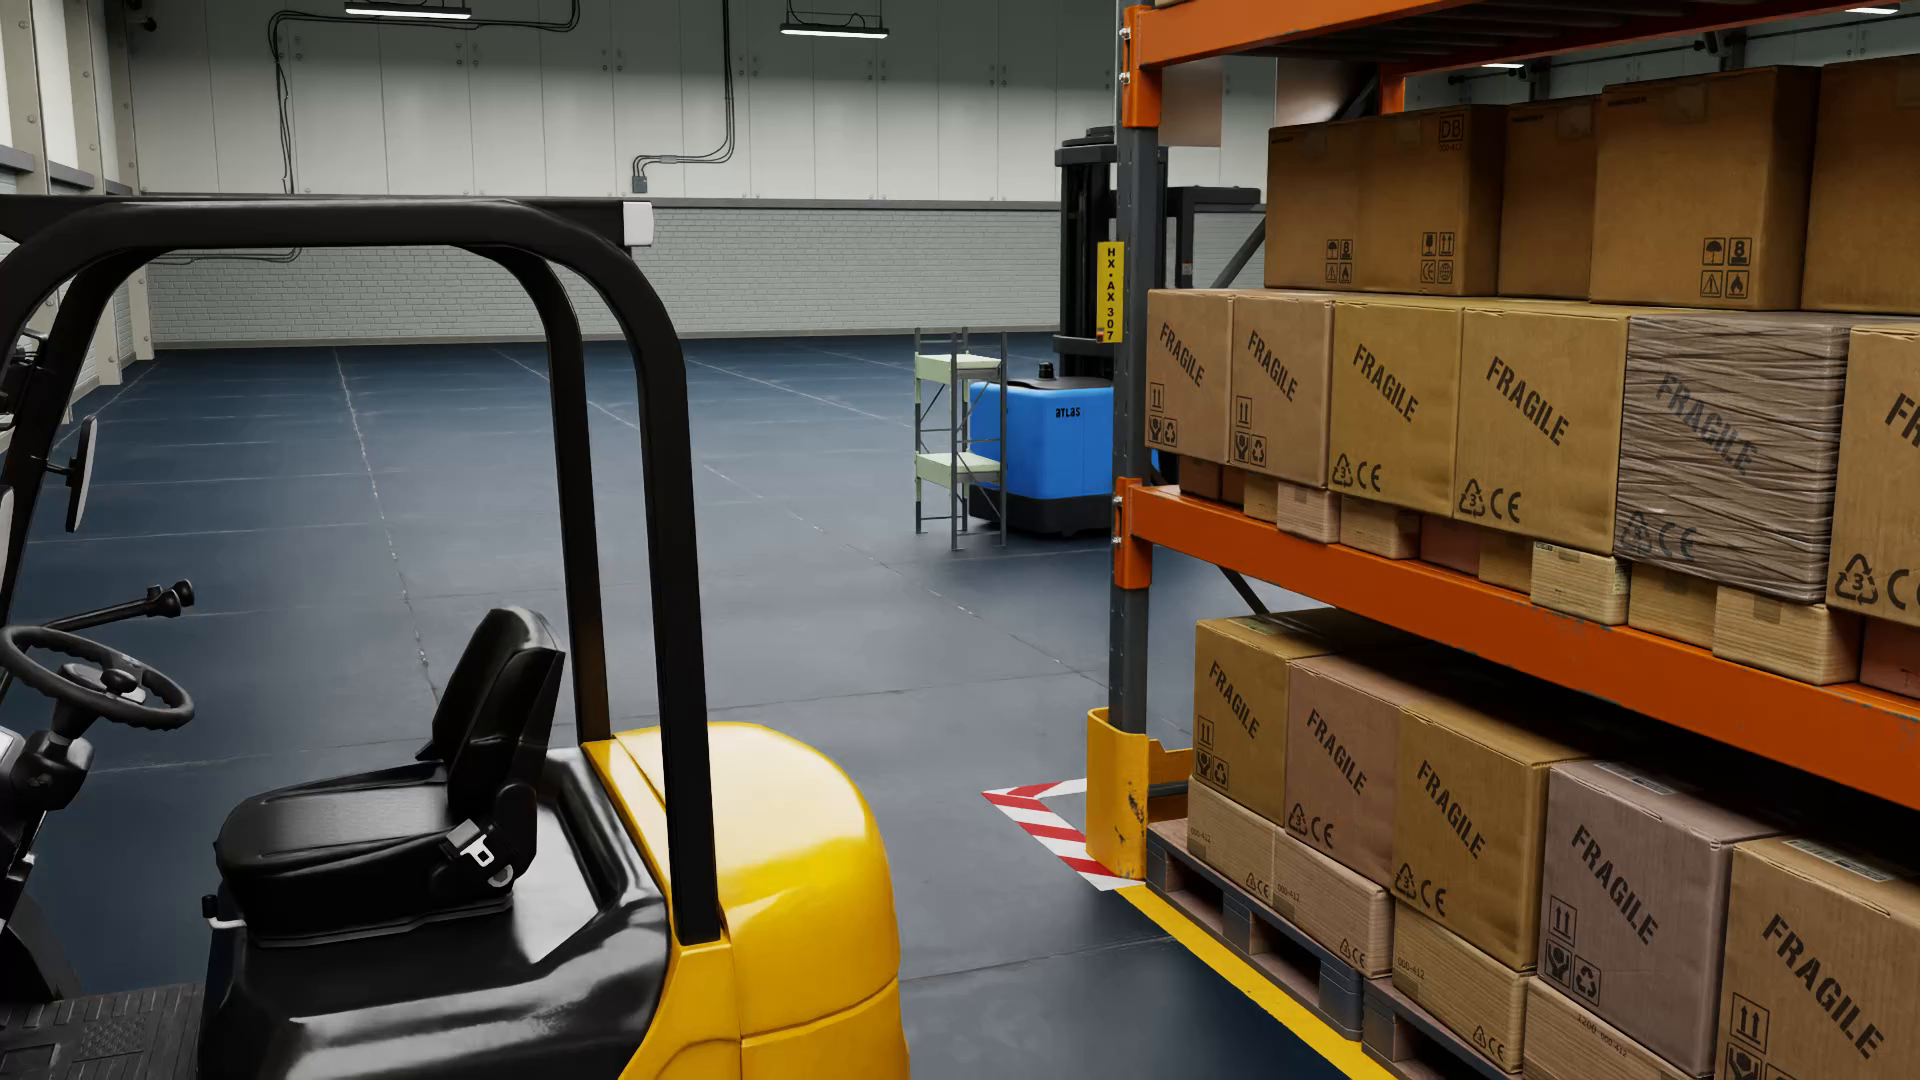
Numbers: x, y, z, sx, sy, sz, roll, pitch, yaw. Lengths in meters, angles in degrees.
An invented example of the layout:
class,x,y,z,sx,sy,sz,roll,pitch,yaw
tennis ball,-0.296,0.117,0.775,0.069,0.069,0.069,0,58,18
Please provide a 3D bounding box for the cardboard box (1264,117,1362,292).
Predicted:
class,x,y,z,sx,sy,sz,roll,pitch,yaw
cardboard box,1.388,-1.036,5.188,0.700,0.500,0.500,-4,11,-22

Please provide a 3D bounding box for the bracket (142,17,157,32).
class,x,y,z,sx,sy,sz,roll,pitch,yaw
bracket,-15.763,-10.031,32.337,0.235,0.232,0.430,-4,11,-21

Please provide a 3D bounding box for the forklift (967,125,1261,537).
class,x,y,z,sx,sy,sz,roll,pitch,yaw
forklift,1.576,-1.633,12.733,3.031,2.935,1.130,-6,12,-32

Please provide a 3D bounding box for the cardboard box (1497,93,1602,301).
class,x,y,z,sx,sy,sz,roll,pitch,yaw
cardboard box,1.845,-0.876,4.290,0.700,0.500,0.500,-4,11,-22

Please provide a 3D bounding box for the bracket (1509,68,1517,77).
class,x,y,z,sx,sy,sz,roll,pitch,yaw
bracket,13.793,-11.598,41.147,0.235,0.232,0.430,-4,11,-21

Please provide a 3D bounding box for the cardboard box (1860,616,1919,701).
class,x,y,z,sx,sy,sz,roll,pitch,yaw
cardboard box,1.852,0.197,2.966,0.380,0.149,0.250,-4,11,-22

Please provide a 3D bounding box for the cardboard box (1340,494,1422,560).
class,x,y,z,sx,sy,sz,roll,pitch,yaw
cardboard box,1.229,-0.052,4.364,0.380,0.149,0.250,-4,11,-19

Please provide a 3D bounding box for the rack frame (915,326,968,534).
class,x,y,z,sx,sy,sz,roll,pitch,yaw
rack frame,-0.135,-0.799,12.131,0.400,1.500,0.023,-4,11,-21

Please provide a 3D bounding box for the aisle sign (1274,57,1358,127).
class,x,y,z,sx,sy,sz,roll,pitch,yaw
aisle sign,1.247,-1.726,5.634,0.394,0.787,0.004,-4,11,-21

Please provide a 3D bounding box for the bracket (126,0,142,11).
class,x,y,z,sx,sy,sz,roll,pitch,yaw
bracket,-14.603,-9.508,29.401,0.235,0.232,0.430,-4,11,-21

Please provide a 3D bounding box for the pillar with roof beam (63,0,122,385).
class,x,y,z,sx,sy,sz,roll,pitch,yaw
pillar with roof beam,-8.898,-7.075,26.000,9.100,9.000,0.548,-4,11,-21

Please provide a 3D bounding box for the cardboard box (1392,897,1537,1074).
class,x,y,z,sx,sy,sz,roll,pitch,yaw
cardboard box,1.421,1.051,4.099,0.500,0.250,0.500,-3,11,-17

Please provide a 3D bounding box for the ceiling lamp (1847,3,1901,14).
class,x,y,z,sx,sy,sz,roll,pitch,yaw
ceiling lamp,14.353,-10.222,27.022,2.000,3.185,0.800,-4,11,-21

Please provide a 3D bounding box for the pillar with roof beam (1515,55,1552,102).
class,x,y,z,sx,sy,sz,roll,pitch,yaw
pillar with roof beam,10.262,-9.507,39.673,9.100,9.000,0.548,-4,11,-21

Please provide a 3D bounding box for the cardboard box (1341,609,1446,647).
class,x,y,z,sx,sy,sz,roll,pitch,yaw
cardboard box,1.533,0.475,5.198,0.500,0.500,0.500,-4,11,-21

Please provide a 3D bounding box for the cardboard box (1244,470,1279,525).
class,x,y,z,sx,sy,sz,roll,pitch,yaw
cardboard box,1.055,-0.136,4.839,0.380,0.149,0.250,-4,11,-23

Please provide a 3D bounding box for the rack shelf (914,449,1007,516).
class,x,y,z,sx,sy,sz,roll,pitch,yaw
rack shelf,-0.002,-0.419,11.852,0.431,0.370,0.720,-4,11,-21

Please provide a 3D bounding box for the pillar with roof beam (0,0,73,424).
class,x,y,z,sx,sy,sz,roll,pitch,yaw
pillar with roof beam,-6.724,-6.096,20.494,9.100,9.000,0.400,-4,11,-21

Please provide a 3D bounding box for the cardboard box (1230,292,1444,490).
class,x,y,z,sx,sy,sz,roll,pitch,yaw
cardboard box,1.103,-0.434,4.659,0.500,0.500,0.500,-4,11,-19

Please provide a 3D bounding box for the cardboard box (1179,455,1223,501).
class,x,y,z,sx,sy,sz,roll,pitch,yaw
cardboard box,0.929,-0.225,5.338,0.380,0.149,0.250,-4,11,-21

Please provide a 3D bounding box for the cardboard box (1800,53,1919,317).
class,x,y,z,sx,sy,sz,roll,pitch,yaw
cardboard box,2.170,-0.706,3.337,0.700,0.500,0.500,-4,11,-22

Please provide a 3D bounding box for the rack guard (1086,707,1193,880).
class,x,y,z,sx,sy,sz,roll,pitch,yaw
rack guard,1.027,0.826,5.851,1.175,0.500,0.348,-4,11,-21

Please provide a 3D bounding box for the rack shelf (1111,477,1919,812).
class,x,y,z,sx,sy,sz,roll,pitch,yaw
rack shelf,1.724,0.263,3.929,1.077,0.370,4.000,-4,11,-21

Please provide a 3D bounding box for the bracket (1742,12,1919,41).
class,x,y,z,sx,sy,sz,roll,pitch,yaw
bracket,17.202,-10.062,32.516,0.076,0.066,4.783,-4,11,-21

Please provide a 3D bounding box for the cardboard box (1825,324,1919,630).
class,x,y,z,sx,sy,sz,roll,pitch,yaw
cardboard box,1.863,-0.100,2.785,0.500,0.500,0.500,-4,11,-19

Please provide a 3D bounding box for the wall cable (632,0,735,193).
class,x,y,z,sx,sy,sz,roll,pitch,yaw
wall cable,-6.066,-10.620,36.220,2.305,6.003,0.169,-4,11,-21

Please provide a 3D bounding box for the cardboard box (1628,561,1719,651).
class,x,y,z,sx,sy,sz,roll,pitch,yaw
cardboard box,1.612,0.117,3.416,0.380,0.149,0.250,-4,11,-22

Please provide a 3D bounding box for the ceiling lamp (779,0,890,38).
class,x,y,z,sx,sy,sz,roll,pitch,yaw
ceiling lamp,-2.370,-10.795,30.244,2.000,3.185,0.800,-4,11,-21

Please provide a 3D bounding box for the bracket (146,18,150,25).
class,x,y,z,sx,sy,sz,roll,pitch,yaw
bracket,-15.549,-9.934,31.795,0.076,0.066,3.189,-4,11,-21

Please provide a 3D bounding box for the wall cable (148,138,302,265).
class,x,y,z,sx,sy,sz,roll,pitch,yaw
wall cable,-14.920,-6.817,33.417,3.097,2.526,0.112,-4,11,-21

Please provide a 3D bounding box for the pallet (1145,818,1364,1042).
class,x,y,z,sx,sy,sz,roll,pitch,yaw
pallet,1.288,1.103,5.118,1.003,0.211,1.213,-4,11,-21

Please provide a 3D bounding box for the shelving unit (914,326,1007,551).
class,x,y,z,sx,sy,sz,roll,pitch,yaw
shelving unit,-0.002,-0.739,11.795,0.431,1.500,0.755,-4,11,-21

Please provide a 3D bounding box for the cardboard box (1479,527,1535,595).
class,x,y,z,sx,sy,sz,roll,pitch,yaw
cardboard box,1.449,0.032,3.891,0.380,0.149,0.250,-4,11,-22

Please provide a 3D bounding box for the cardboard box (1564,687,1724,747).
class,x,y,z,sx,sy,sz,roll,pitch,yaw
cardboard box,1.901,0.642,4.254,0.500,0.500,0.500,-4,11,-22

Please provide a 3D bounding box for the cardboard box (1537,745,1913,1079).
class,x,y,z,sx,sy,sz,roll,pitch,yaw
cardboard box,1.612,0.768,3.550,0.500,0.500,0.500,-3,11,-18

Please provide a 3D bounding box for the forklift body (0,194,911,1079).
class,x,y,z,sx,sy,sz,roll,pitch,yaw
forklift body,-1.238,0.510,2.912,2.313,2.155,1.214,-4,11,-21

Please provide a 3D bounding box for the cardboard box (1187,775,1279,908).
class,x,y,z,sx,sy,sz,roll,pitch,yaw
cardboard box,1.034,0.879,5.067,0.500,0.250,0.500,-4,11,-21

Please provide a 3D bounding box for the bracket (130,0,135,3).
class,x,y,z,sx,sy,sz,roll,pitch,yaw
bracket,-13.670,-9.088,27.036,0.076,0.066,4.783,-4,11,-21

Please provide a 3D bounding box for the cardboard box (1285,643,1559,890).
class,x,y,z,sx,sy,sz,roll,pitch,yaw
cardboard box,1.237,0.599,4.501,0.500,0.500,0.500,-4,11,-23

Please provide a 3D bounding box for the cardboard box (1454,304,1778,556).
class,x,y,z,sx,sy,sz,roll,pitch,yaw
cardboard box,1.481,-0.268,3.728,0.500,0.500,0.500,-4,11,-22
